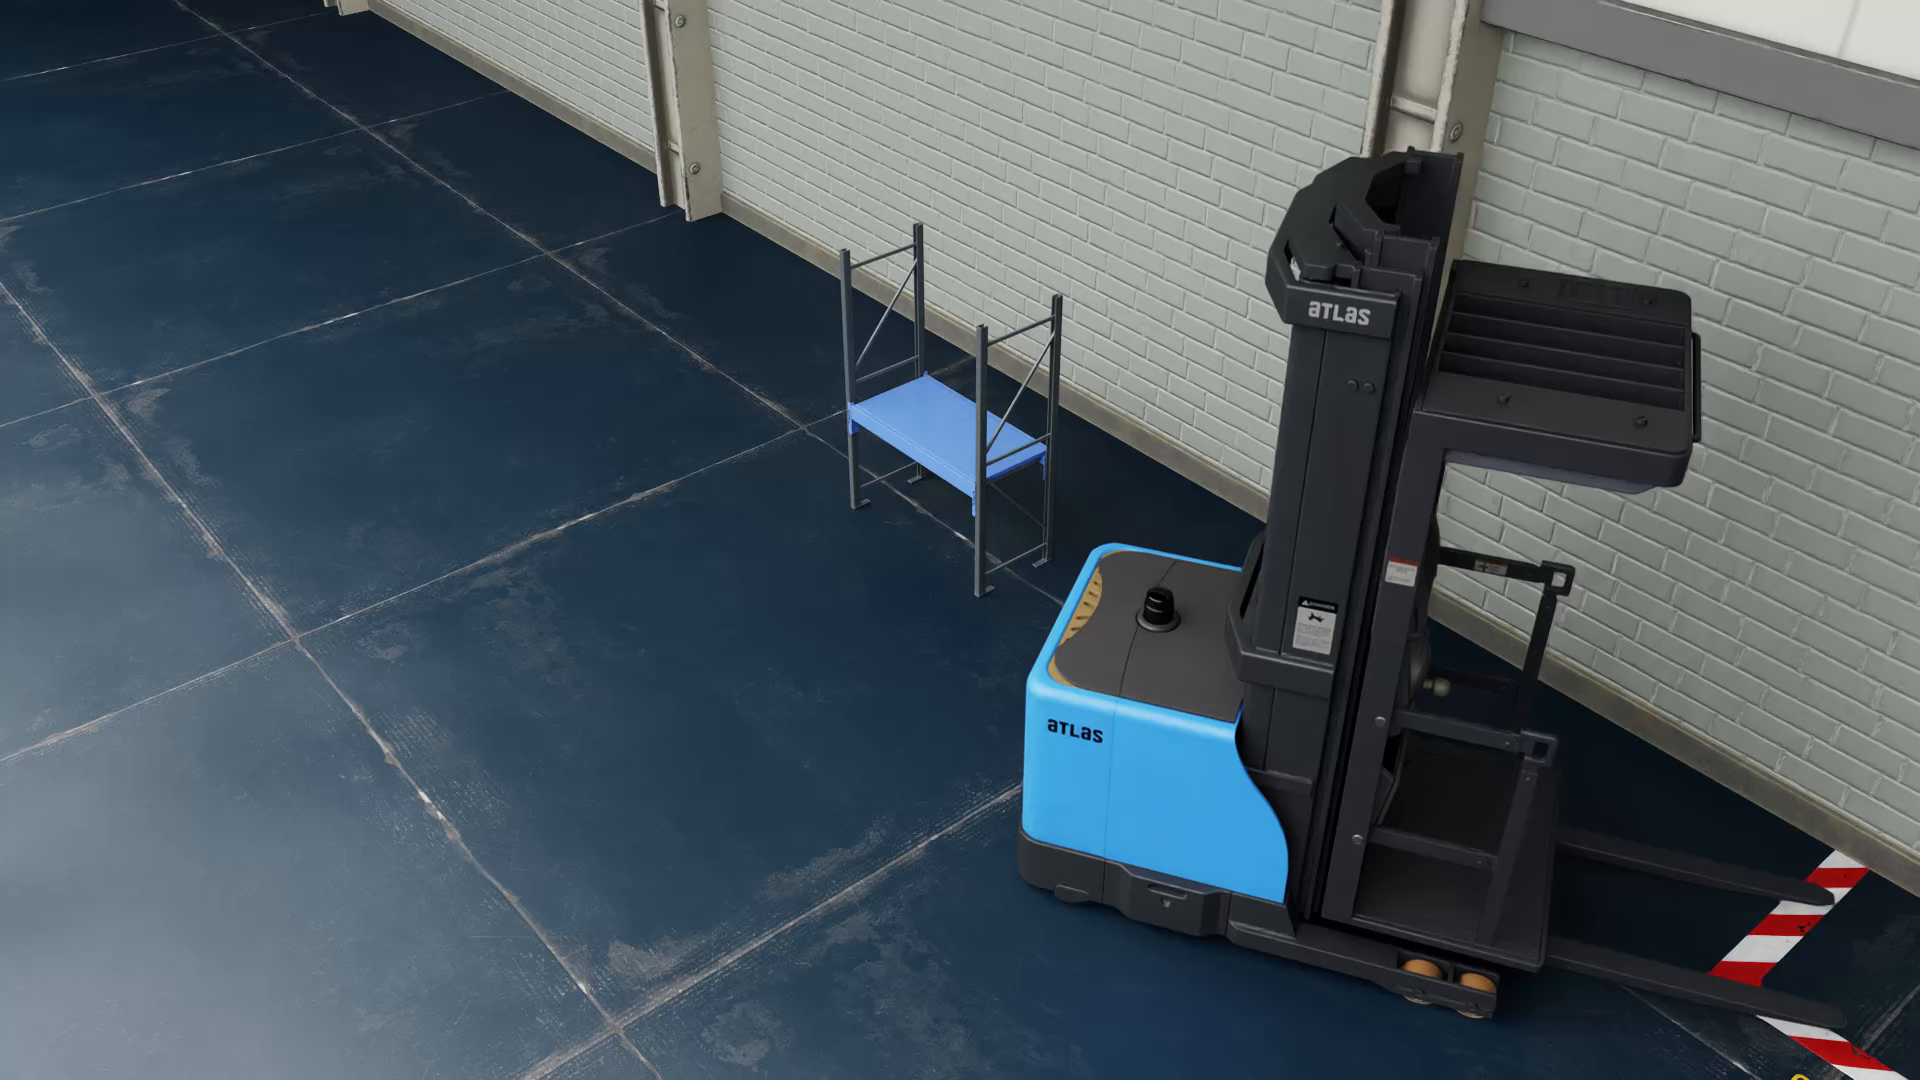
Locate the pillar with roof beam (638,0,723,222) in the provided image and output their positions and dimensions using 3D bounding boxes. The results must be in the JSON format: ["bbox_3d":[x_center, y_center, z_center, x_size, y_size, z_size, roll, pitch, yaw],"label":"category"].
[{"bbox_3d":[-5.224,-4.478,7.188,9.100,9.000,0.400,-26,43,-32],"label":"pillar with roof beam"}]

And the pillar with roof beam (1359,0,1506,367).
[{"bbox_3d":[-1.352,-1.829,3.448,9.100,9.000,0.400,-26,43,-32],"label":"pillar with roof beam"}]

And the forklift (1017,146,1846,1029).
[{"bbox_3d":[1.803,0.224,5.799,3.031,2.935,1.130,12,37,16],"label":"forklift"}]

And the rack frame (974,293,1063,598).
[{"bbox_3d":[0.273,-0.425,7.954,0.500,1.500,0.032,-26,43,-32],"label":"rack frame"}]

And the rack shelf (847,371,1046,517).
[{"bbox_3d":[-0.055,-0.503,8.375,0.538,0.185,1.000,-26,43,-32],"label":"rack shelf"}]

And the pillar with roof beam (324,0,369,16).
[{"bbox_3d":[-9.096,-7.127,10.928,9.100,9.000,0.400,-26,43,-32],"label":"pillar with roof beam"}]

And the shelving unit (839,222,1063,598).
[{"bbox_3d":[-0.055,-0.650,8.271,0.538,1.500,1.048,-26,43,-32],"label":"shelving unit"}]

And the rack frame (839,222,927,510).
[{"bbox_3d":[-0.383,-0.874,8.588,0.500,1.500,0.032,-26,43,-32],"label":"rack frame"}]
